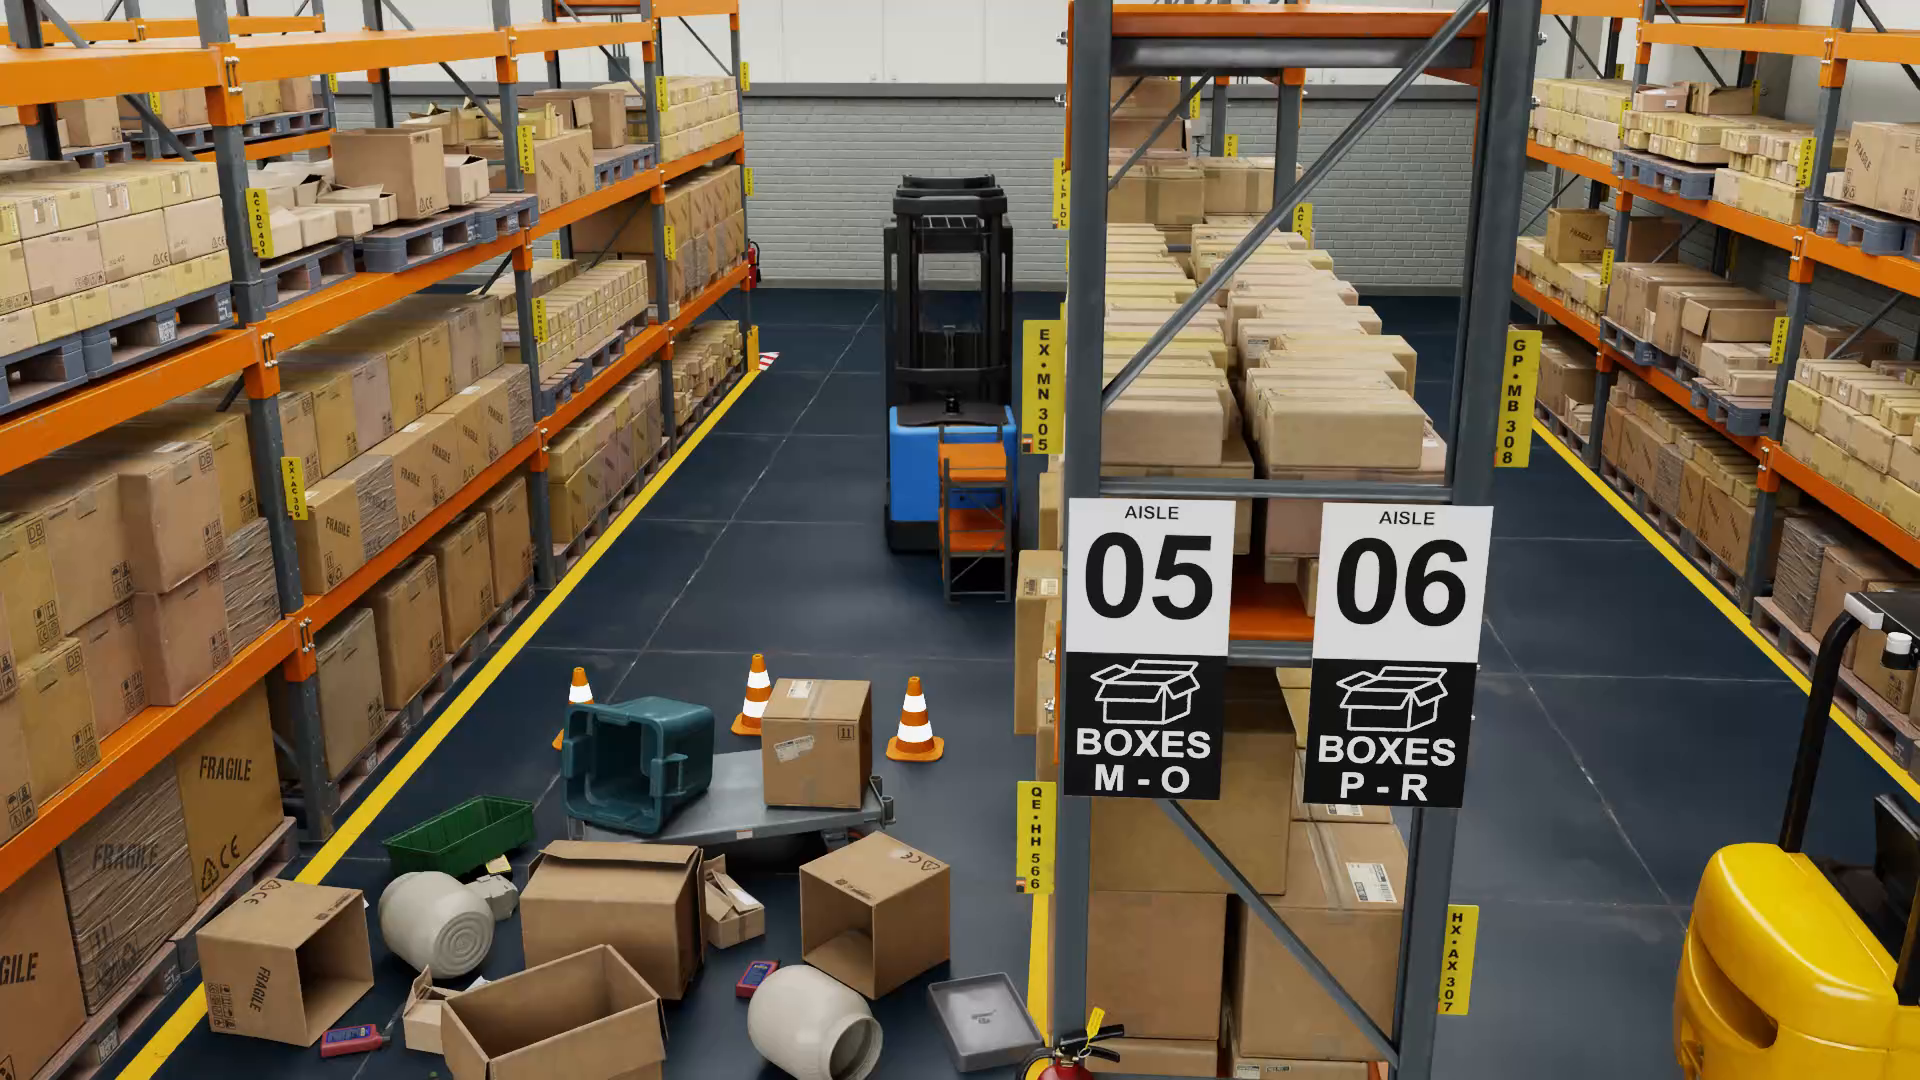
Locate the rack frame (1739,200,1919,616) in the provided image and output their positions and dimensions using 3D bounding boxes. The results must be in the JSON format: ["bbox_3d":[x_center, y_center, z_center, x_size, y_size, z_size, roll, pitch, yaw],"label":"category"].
[{"bbox_3d":[6.276,-0.875,11.775,1.000,3.000,0.127,1,18,4],"label":"rack frame"}]

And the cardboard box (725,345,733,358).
[{"bbox_3d":[-2.835,-2.202,19.254,0.380,0.149,0.250,1,18,2],"label":"cardboard box"}]

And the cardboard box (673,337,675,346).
[{"bbox_3d":[-3.433,-2.192,18.744,0.380,0.149,0.250,2,18,6],"label":"cardboard box"}]

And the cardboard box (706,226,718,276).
[{"bbox_3d":[-2.936,-3.119,17.988,0.500,0.500,0.500,2,18,7],"label":"cardboard box"}]

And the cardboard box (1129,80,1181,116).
[{"bbox_3d":[1.863,-4.125,15.881,0.500,0.500,0.500,2,18,5],"label":"cardboard box"}]

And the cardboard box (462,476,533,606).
[{"bbox_3d":[-3.753,-0.007,12.065,1.050,0.750,0.750,1,18,3],"label":"cardboard box"}]

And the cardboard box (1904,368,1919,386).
[{"bbox_3d":[6.547,-1.041,11.081,0.380,0.149,0.250,2,18,5],"label":"cardboard box"}]

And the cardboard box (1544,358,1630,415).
[{"bbox_3d":[6.537,-1.596,17.317,0.700,0.500,0.500,1,18,2],"label":"cardboard box"}]

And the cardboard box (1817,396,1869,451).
[{"bbox_3d":[5.964,-0.753,10.842,0.500,0.250,0.500,2,18,6],"label":"cardboard box"}]

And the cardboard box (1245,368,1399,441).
[{"bbox_3d":[0.983,-0.369,4.538,0.380,0.149,0.250,1,18,4],"label":"cardboard box"}]

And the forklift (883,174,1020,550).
[{"bbox_3d":[-0.111,-1.721,14.468,1.130,2.935,3.031,-1,18,-2],"label":"forklift"}]

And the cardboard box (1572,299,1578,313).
[{"bbox_3d":[6.371,-2.346,16.668,0.380,0.149,0.250,2,18,5],"label":"cardboard box"}]

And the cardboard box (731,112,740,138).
[{"bbox_3d":[-2.815,-4.755,19.041,0.500,0.250,0.500,1,18,3],"label":"cardboard box"}]

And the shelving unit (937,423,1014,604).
[{"bbox_3d":[0.108,-0.222,12.793,0.538,1.125,1.048,-1,18,-2],"label":"shelving unit"}]

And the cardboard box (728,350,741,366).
[{"bbox_3d":[-2.793,-2.143,19.549,0.380,0.149,0.250,2,18,6],"label":"cardboard box"}]

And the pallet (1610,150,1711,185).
[{"bbox_3d":[6.446,-3.252,14.515,1.213,0.211,1.003,1,18,4],"label":"pallet"}]

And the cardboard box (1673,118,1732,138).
[{"bbox_3d":[6.144,-3.405,13.771,0.380,0.149,0.250,2,18,5],"label":"cardboard box"}]

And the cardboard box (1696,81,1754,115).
[{"bbox_3d":[6.624,-3.829,14.399,0.396,0.266,0.258,1,18,4],"label":"cardboard box"}]

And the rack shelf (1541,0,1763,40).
[{"bbox_3d":[6.706,-5.246,16.641,1.077,0.370,4.000,1,18,4],"label":"rack shelf"}]

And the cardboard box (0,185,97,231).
[{"bbox_3d":[-3.686,-1.318,6.598,0.380,0.149,0.250,1,18,4],"label":"cardboard box"}]

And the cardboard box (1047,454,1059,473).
[{"bbox_3d":[0.732,-0.116,7.216,0.700,0.500,0.500,1,18,4],"label":"cardboard box"}]

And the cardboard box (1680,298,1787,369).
[{"bbox_3d":[6.209,-1.634,13.253,0.797,0.503,0.637,1,18,3],"label":"cardboard box"}]

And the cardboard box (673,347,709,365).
[{"bbox_3d":[-2.964,-2.020,18.220,0.380,0.149,0.250,1,18,4],"label":"cardboard box"}]

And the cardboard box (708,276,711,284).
[{"bbox_3d":[-2.968,-2.923,18.430,0.380,0.149,0.250,1,18,2],"label":"cardboard box"}]

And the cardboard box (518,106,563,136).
[{"bbox_3d":[-3.300,-3.260,12.847,0.396,0.266,0.258,1,18,4],"label":"cardboard box"}]

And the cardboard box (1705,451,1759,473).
[{"bbox_3d":[6.175,-0.601,13.238,0.380,0.149,0.250,2,18,6],"label":"cardboard box"}]

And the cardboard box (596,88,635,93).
[{"bbox_3d":[-3.462,-4.428,16.601,0.380,0.149,0.250,2,18,6],"label":"cardboard box"}]

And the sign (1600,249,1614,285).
[{"bbox_3d":[6.021,-2.538,15.461,0.100,0.325,0.005,1,18,4],"label":"sign"}]

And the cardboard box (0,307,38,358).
[{"bbox_3d":[-3.722,-0.780,6.237,0.380,0.149,0.250,1,18,4],"label":"cardboard box"}]

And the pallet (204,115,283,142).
[{"bbox_3d":[-8.114,-4.463,18.051,1.003,0.211,1.213,1,18,4],"label":"pallet"}]

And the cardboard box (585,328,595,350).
[{"bbox_3d":[-3.293,-1.690,13.992,0.380,0.149,0.250,2,18,5],"label":"cardboard box"}]

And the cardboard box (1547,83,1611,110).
[{"bbox_3d":[6.490,-4.646,17.429,0.500,0.250,0.500,1,18,3],"label":"cardboard box"}]

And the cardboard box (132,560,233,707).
[{"bbox_3d":[-3.938,0.394,7.663,0.875,0.550,0.550,1,18,4],"label":"cardboard box"}]

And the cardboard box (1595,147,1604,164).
[{"bbox_3d":[6.343,-3.700,15.985,0.380,0.149,0.250,2,18,6],"label":"cardboard box"}]

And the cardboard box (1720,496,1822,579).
[{"bbox_3d":[6.092,-0.022,12.514,0.500,0.500,0.500,2,18,6],"label":"cardboard box"}]

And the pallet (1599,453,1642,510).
[{"bbox_3d":[6.542,-0.538,15.227,1.003,0.211,1.213,1,18,4],"label":"pallet"}]

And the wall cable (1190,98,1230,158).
[{"bbox_3d":[3.695,-5.675,24.795,0.588,1.984,0.122,1,18,4],"label":"wall cable"}]

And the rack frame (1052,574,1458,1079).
[{"bbox_3d":[0.752,1.500,4.527,1.000,3.000,0.127,1,18,4],"label":"rack frame"}]

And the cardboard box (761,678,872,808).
[{"bbox_3d":[-0.739,1.056,8.682,0.500,0.500,0.500,1,18,4],"label":"cardboard box"}]

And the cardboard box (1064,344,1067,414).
[{"bbox_3d":[0.589,-0.478,5.509,0.500,0.250,0.500,2,18,5],"label":"cardboard box"}]

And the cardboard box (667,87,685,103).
[{"bbox_3d":[-2.994,-4.495,16.805,0.380,0.149,0.250,1,18,2],"label":"cardboard box"}]

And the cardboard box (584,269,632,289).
[{"bbox_3d":[-3.206,-2.376,15.130,0.380,0.149,0.250,1,18,2],"label":"cardboard box"}]

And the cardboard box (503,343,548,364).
[{"bbox_3d":[-3.385,-1.431,12.723,0.380,0.149,0.250,2,18,6],"label":"cardboard box"}]

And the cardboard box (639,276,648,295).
[{"bbox_3d":[-3.164,-2.399,15.679,0.380,0.149,0.250,2,18,6],"label":"cardboard box"}]

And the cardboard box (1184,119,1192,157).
[{"bbox_3d":[1.758,-3.531,14.533,0.500,0.311,0.500,1,18,4],"label":"cardboard box"}]

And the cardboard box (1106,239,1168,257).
[{"bbox_3d":[0.673,-1.173,6.992,0.380,0.149,0.250,1,18,2],"label":"cardboard box"}]

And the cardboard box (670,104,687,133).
[{"bbox_3d":[-3.018,-4.196,16.533,0.500,0.250,0.500,1,18,4],"label":"cardboard box"}]

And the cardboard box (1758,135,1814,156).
[{"bbox_3d":[6.159,-2.914,12.305,0.380,0.149,0.250,1,18,3],"label":"cardboard box"}]

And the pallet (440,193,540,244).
[{"bbox_3d":[-3.613,-2.198,11.300,1.213,0.211,1.003,2,18,6],"label":"pallet"}]

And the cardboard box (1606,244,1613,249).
[{"bbox_3d":[7.043,-3.120,18.392,0.500,0.250,0.500,1,18,4],"label":"cardboard box"}]

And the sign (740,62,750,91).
[{"bbox_3d":[-2.494,-5.376,19.272,0.100,0.325,0.005,1,18,4],"label":"sign"}]

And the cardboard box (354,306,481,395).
[{"bbox_3d":[-3.697,-1.290,11.276,0.700,0.500,0.500,1,18,3],"label":"cardboard box"}]

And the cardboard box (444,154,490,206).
[{"bbox_3d":[-3.395,-2.362,10.806,0.500,0.311,0.500,1,18,4],"label":"cardboard box"}]

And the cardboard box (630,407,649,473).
[{"bbox_3d":[-3.172,-0.923,15.261,0.500,0.500,0.500,1,18,3],"label":"cardboard box"}]

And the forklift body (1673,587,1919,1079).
[{"bbox_3d":[4.019,1.384,6.246,2.313,2.155,1.214,1,18,4],"label":"forklift body"}]

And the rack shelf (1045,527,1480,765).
[{"bbox_3d":[0.895,-0.204,6.068,1.077,0.370,4.000,1,18,4],"label":"rack shelf"}]

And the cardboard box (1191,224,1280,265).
[{"bbox_3d":[1.233,-1.324,7.451,0.380,0.149,0.250,2,18,5],"label":"cardboard box"}]

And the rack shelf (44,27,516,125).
[{"bbox_3d":[-3.763,-2.761,9.696,1.077,0.370,4.000,1,18,4],"label":"rack shelf"}]
